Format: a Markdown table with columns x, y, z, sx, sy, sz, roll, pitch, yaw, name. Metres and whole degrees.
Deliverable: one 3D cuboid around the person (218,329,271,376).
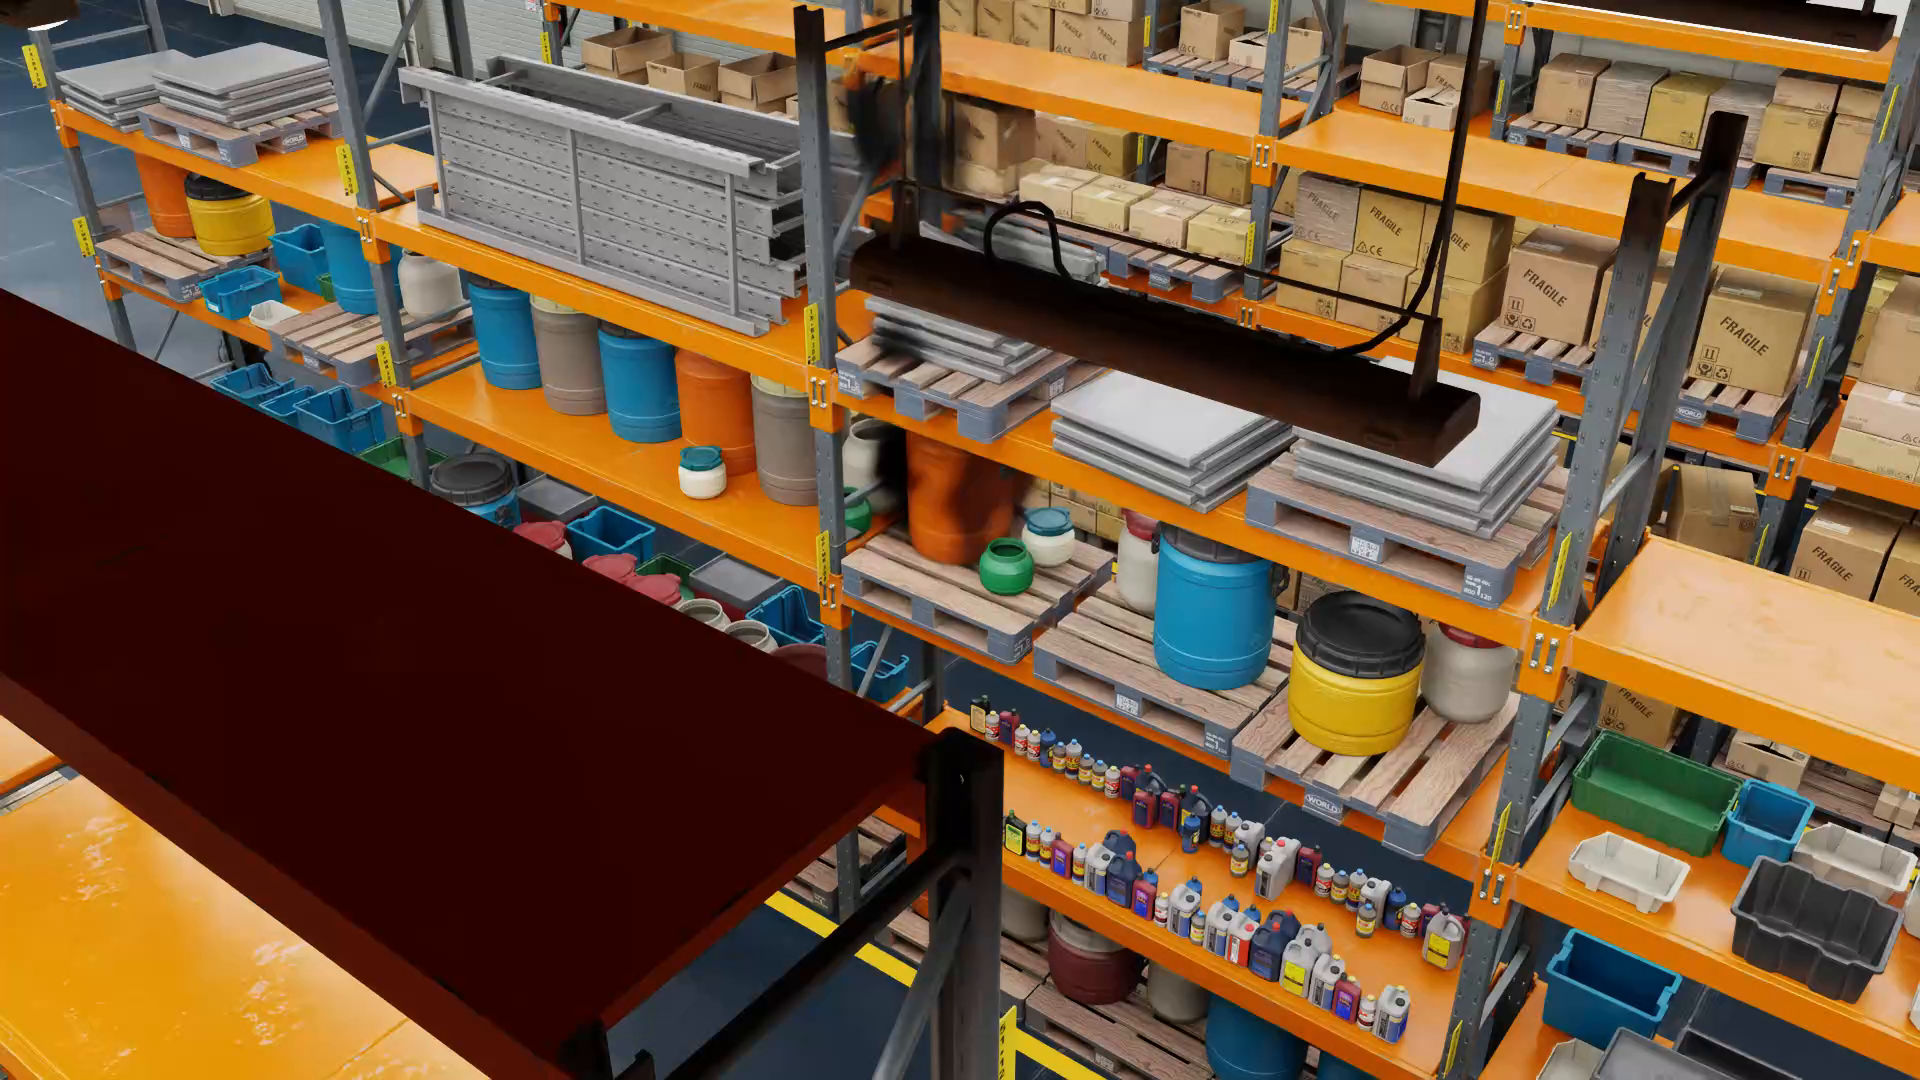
| x | y | z | sx | sy | sz | roll | pitch | yaw | name |
| --- | --- | --- | --- | --- | --- | --- | --- | --- | --- |
| -6.879 | -1.516 | 16.174 | 0.553 | 1.666 | 0.724 | 1 | 31 | 2 | person |
